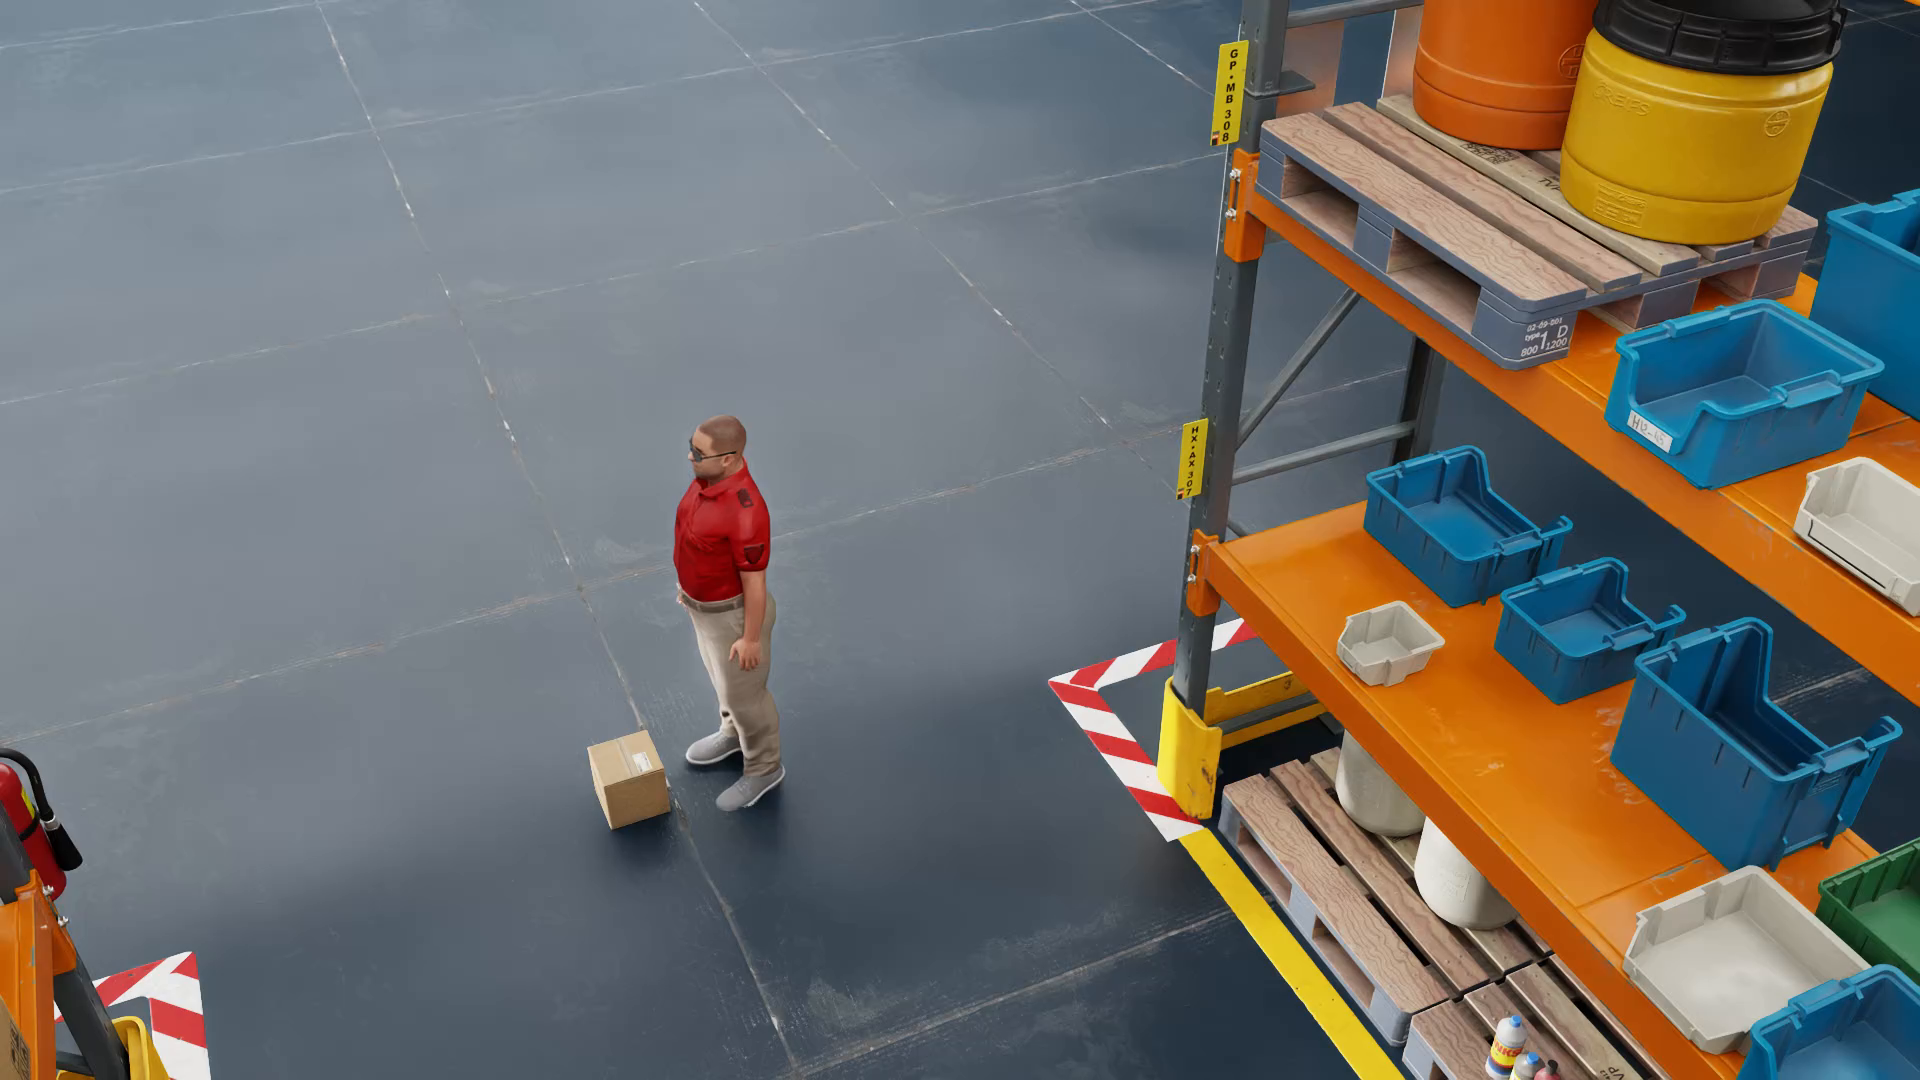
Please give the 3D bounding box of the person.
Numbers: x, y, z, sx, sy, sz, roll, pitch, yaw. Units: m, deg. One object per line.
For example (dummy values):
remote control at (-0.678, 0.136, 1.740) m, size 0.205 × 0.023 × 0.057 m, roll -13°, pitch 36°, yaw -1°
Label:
person at (-0.931, 0.281, 6.514) m, size 0.390 × 1.767 × 0.541 m, roll -15°, pitch 39°, yaw -19°
